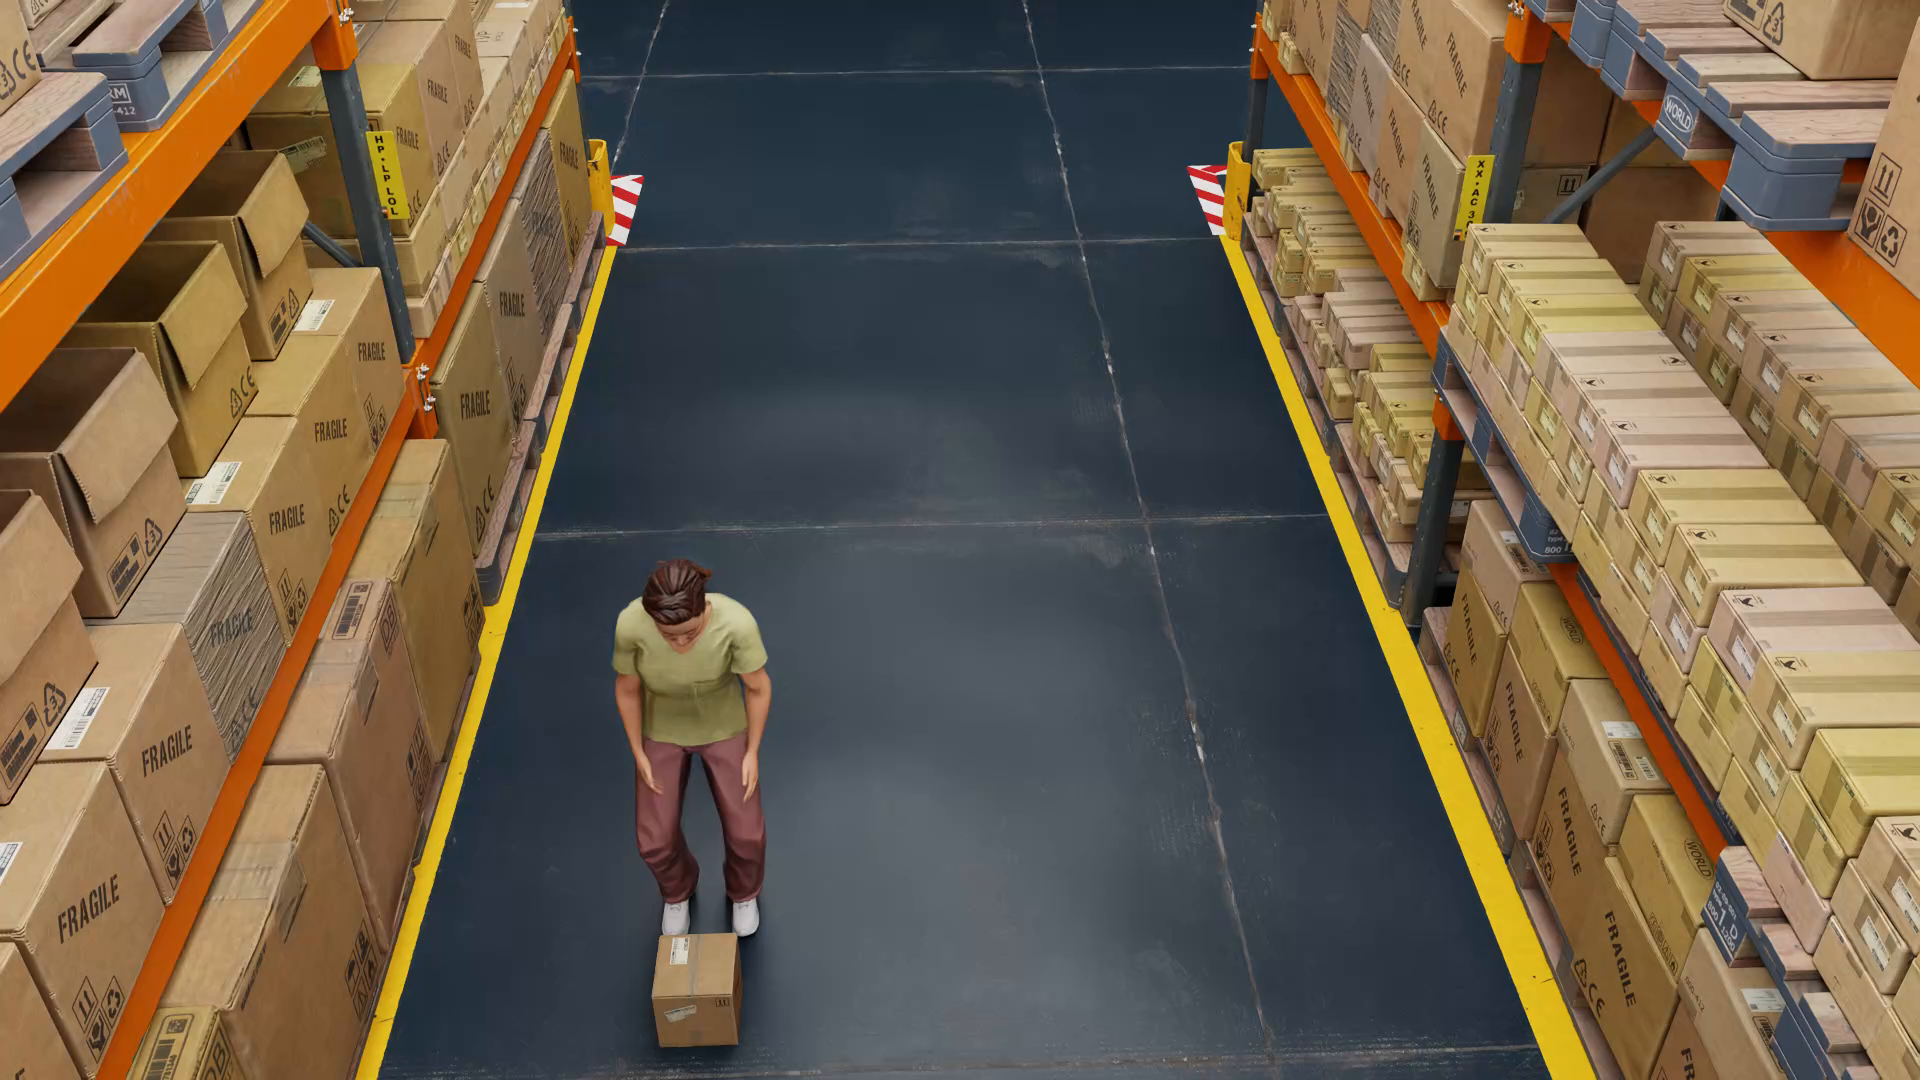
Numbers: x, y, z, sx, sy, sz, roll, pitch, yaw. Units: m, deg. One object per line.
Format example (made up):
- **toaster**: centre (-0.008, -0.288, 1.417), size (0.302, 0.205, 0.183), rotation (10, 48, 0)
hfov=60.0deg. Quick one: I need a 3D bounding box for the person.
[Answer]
- **person**: centre (-0.832, 0.653, 5.323), size (0.486, 1.573, 0.467), rotation (-1, 35, -1)
